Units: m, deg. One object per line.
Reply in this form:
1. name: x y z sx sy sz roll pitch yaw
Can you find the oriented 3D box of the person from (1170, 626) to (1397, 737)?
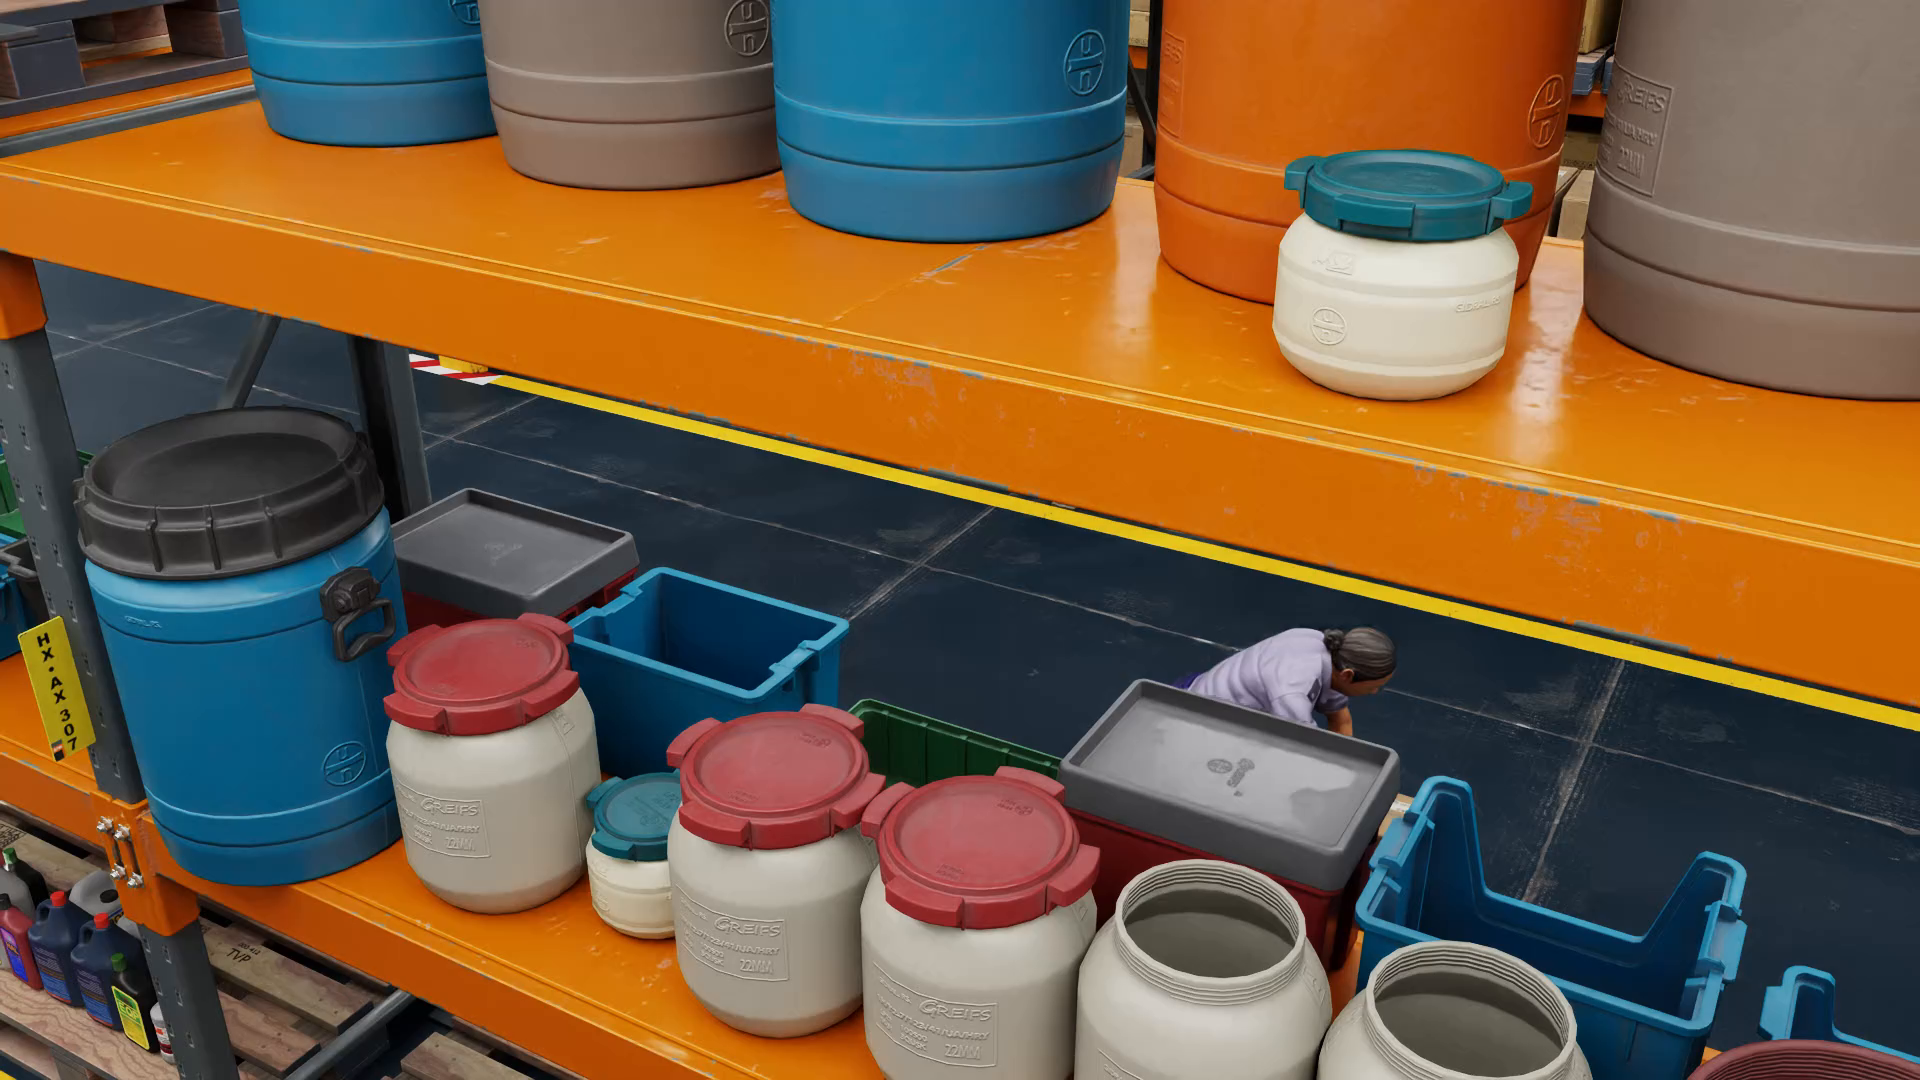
1. person: 0.982 0.694 5.425 0.783 1.050 0.531 14 30 26
